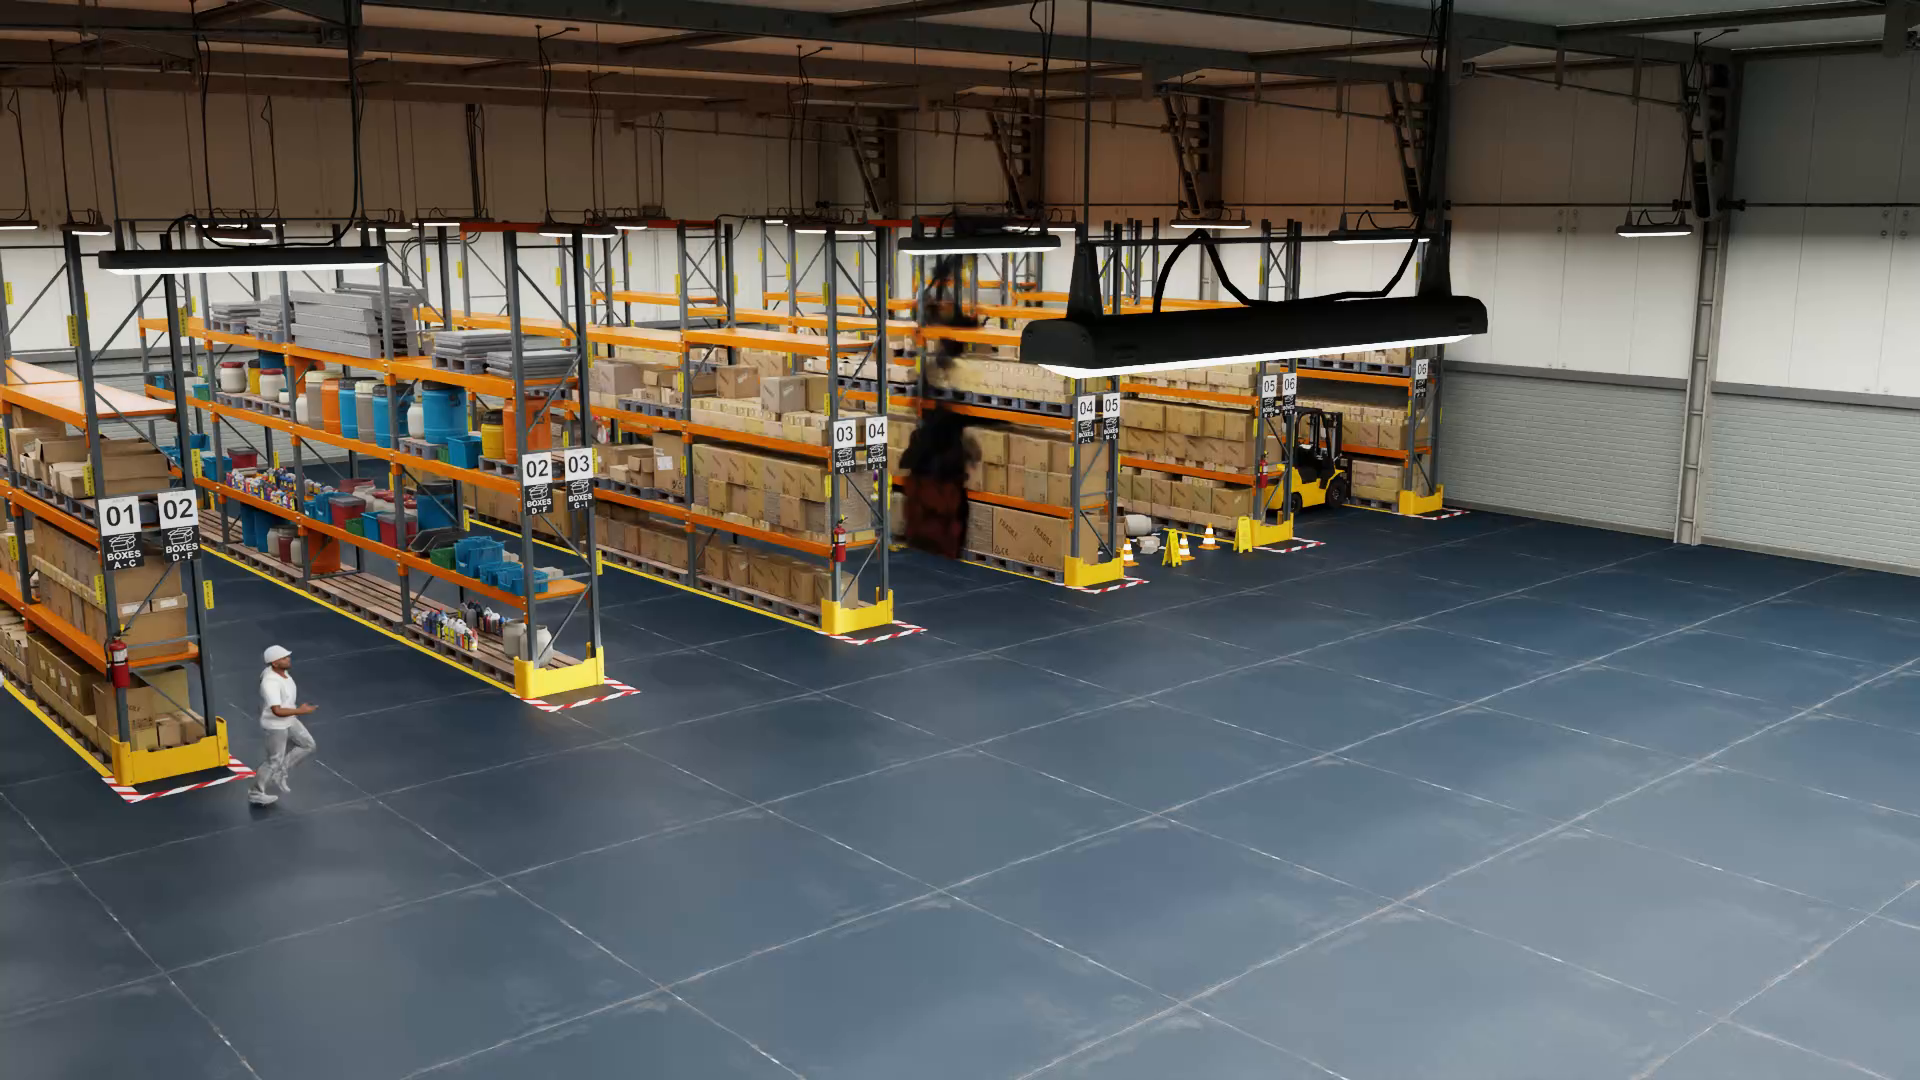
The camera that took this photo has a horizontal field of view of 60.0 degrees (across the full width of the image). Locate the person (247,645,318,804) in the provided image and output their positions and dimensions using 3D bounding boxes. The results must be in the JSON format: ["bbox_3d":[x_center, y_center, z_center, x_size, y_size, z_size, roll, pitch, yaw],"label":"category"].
[{"bbox_3d":[-7.244,1.944,17.786,0.790,1.712,0.729,-1,12,-7],"label":"person"}]

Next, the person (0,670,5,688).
[{"bbox_3d":[-10.948,1.830,18.560,0.593,1.665,0.593,11,16,43],"label":"person"}]

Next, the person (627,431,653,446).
[{"bbox_3d":[-8.205,-3.007,42.232,0.709,1.756,0.955,7,13,31],"label":"person"}]

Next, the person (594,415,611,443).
[{"bbox_3d":[-8.038,-1.928,36.999,0.654,1.752,0.717,-8,14,-36],"label":"person"}]

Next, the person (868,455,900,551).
[{"bbox_3d":[-1.402,-0.697,29.472,0.761,1.784,0.703,9,14,36],"label":"person"}]
